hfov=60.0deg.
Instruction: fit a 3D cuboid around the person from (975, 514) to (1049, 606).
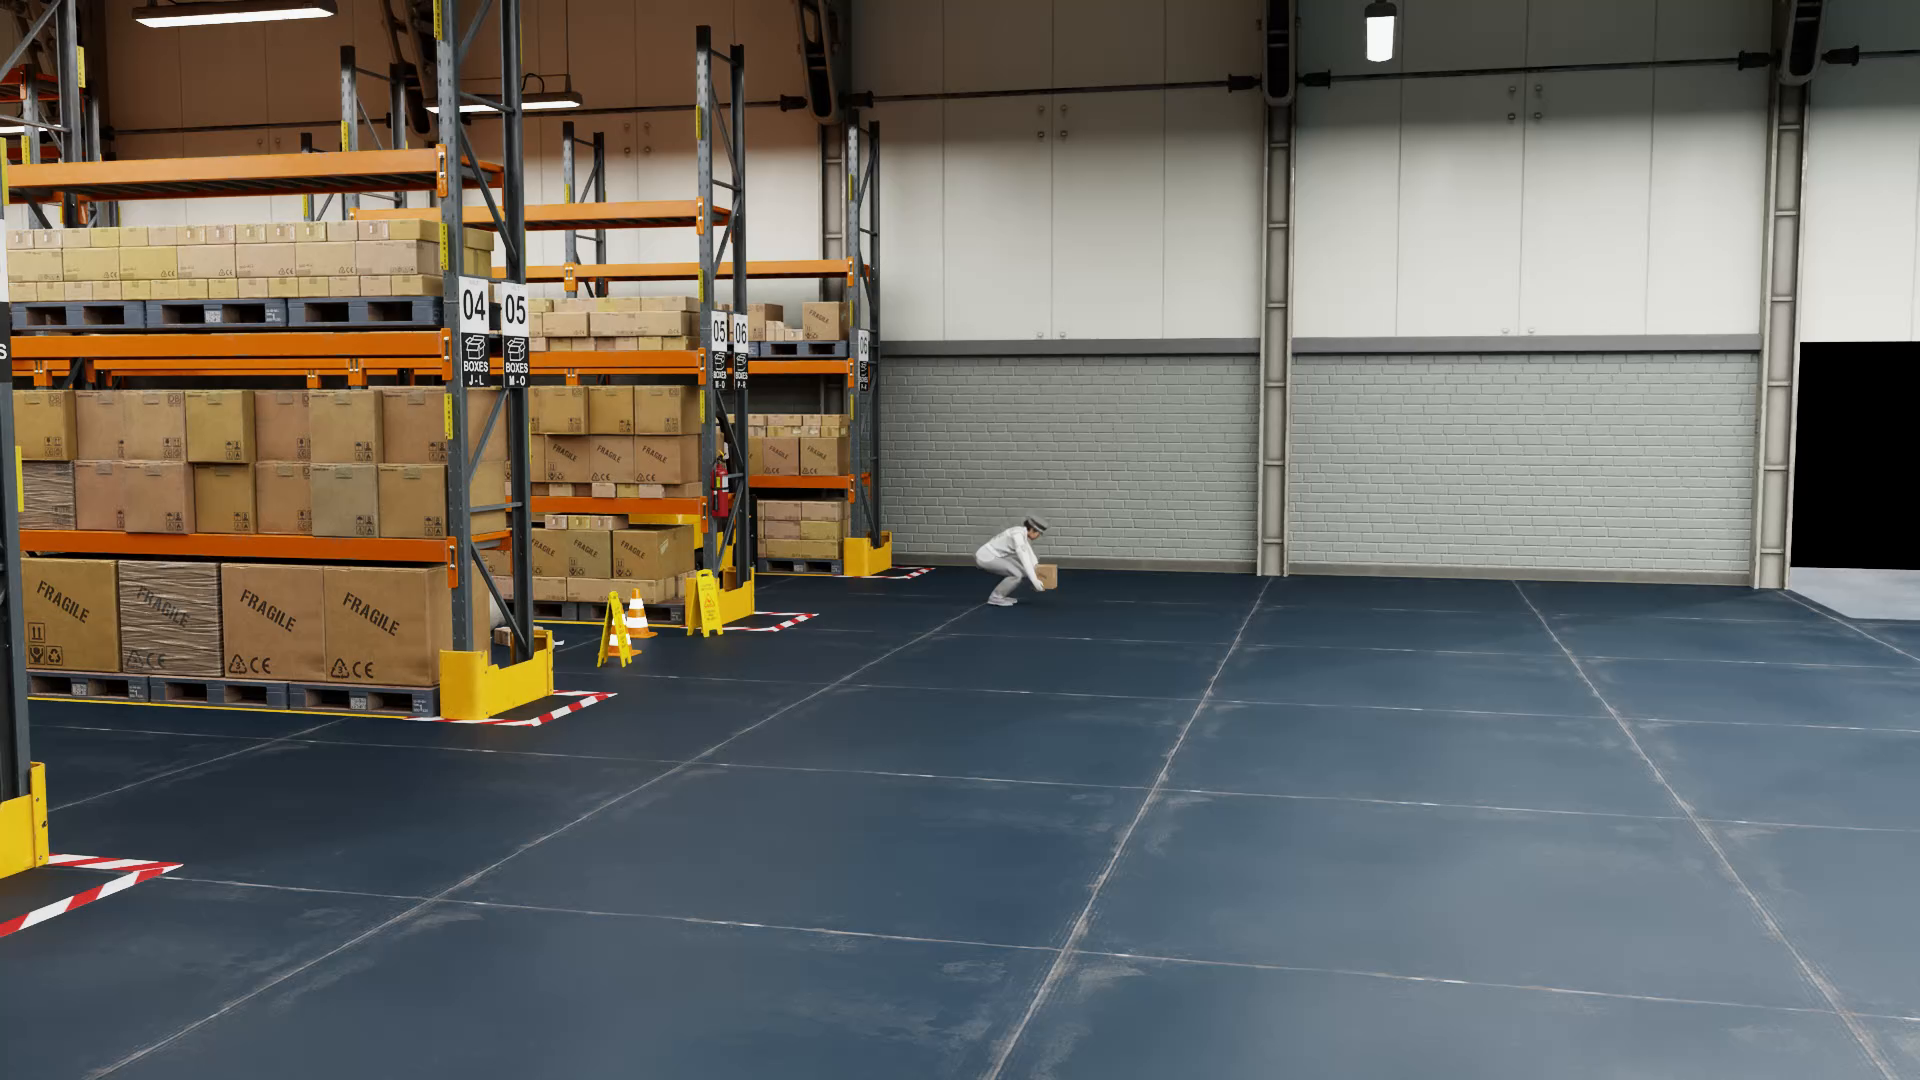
[{"bbox_3d":[0.597,0.222,18.755,0.820,1.019,0.494,1,5,13],"label":"person"}]
